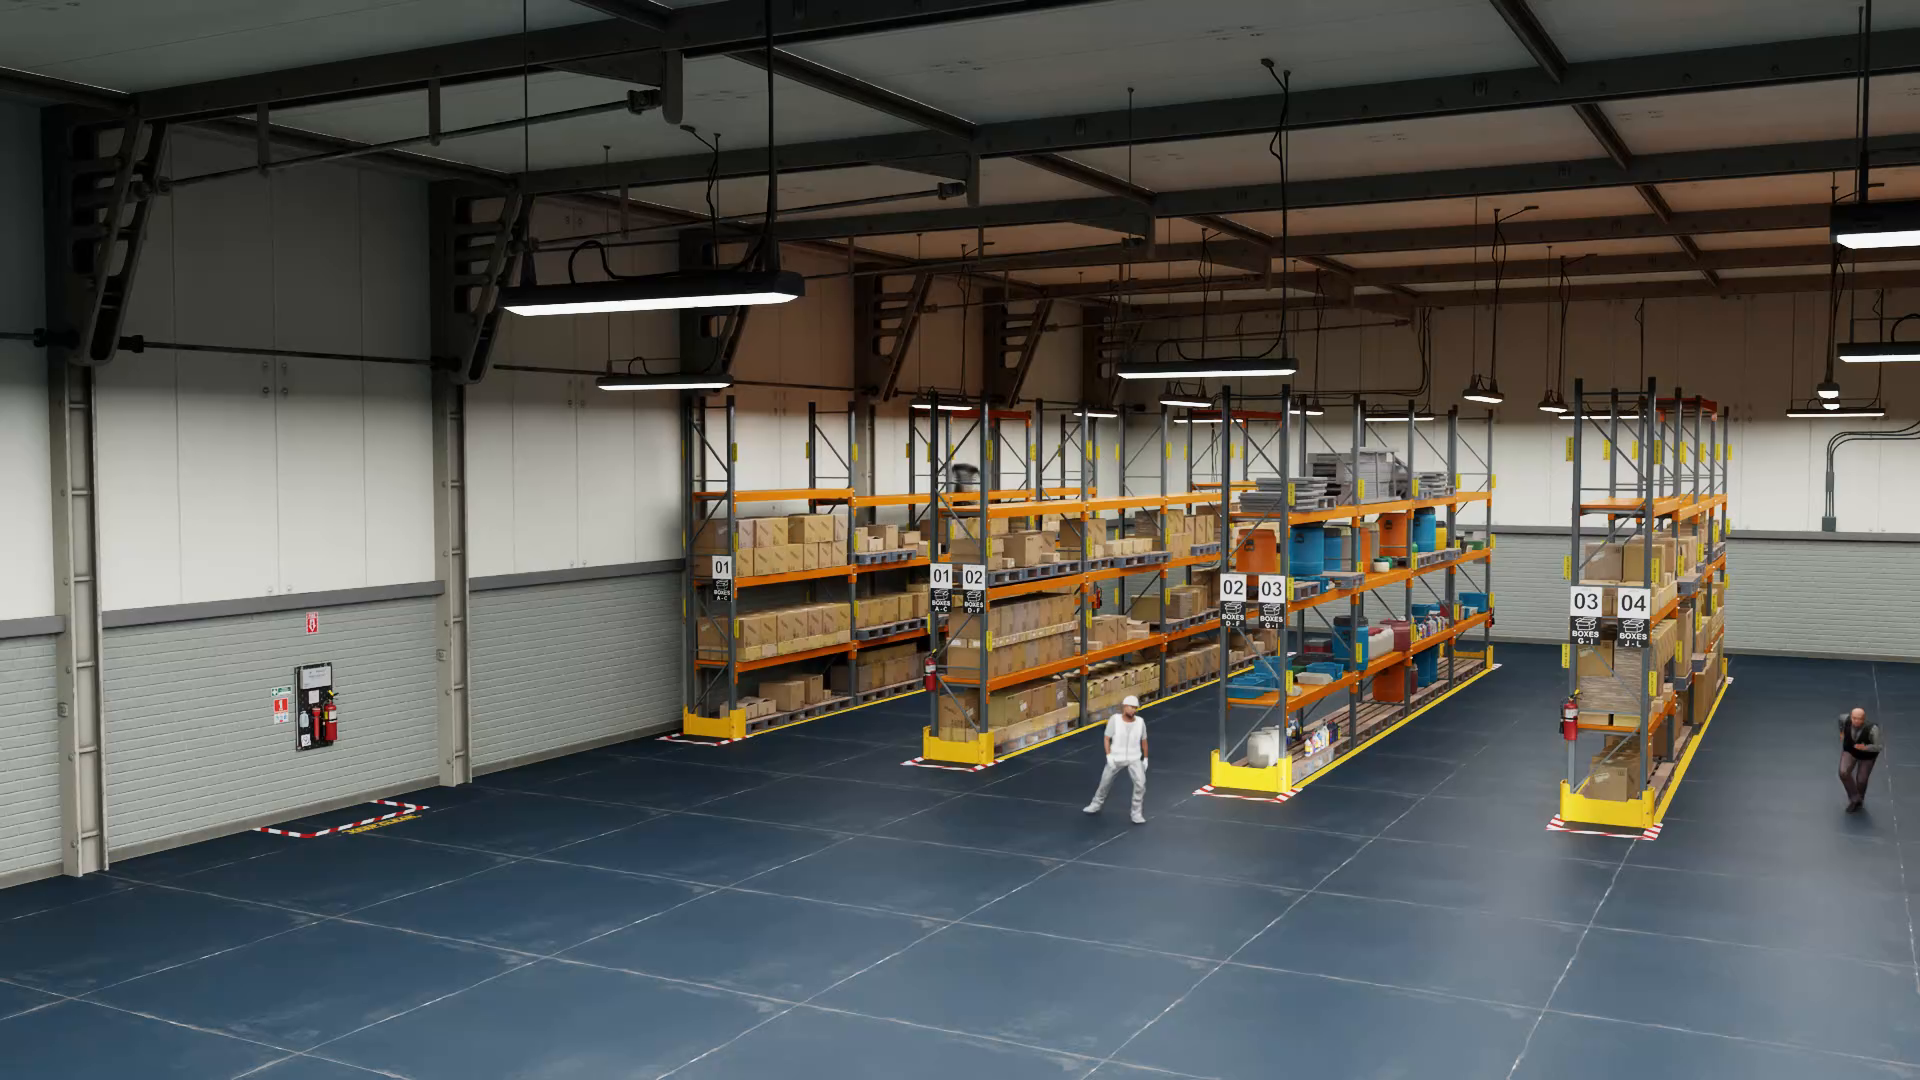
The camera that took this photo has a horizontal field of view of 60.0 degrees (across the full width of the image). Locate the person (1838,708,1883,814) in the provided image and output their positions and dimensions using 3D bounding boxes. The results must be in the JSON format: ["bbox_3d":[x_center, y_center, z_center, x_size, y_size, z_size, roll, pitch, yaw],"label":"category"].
[{"bbox_3d":[12.580,3.046,23.220,0.640,1.503,1.153,2,4,39],"label":"person"}]

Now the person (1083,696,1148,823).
[{"bbox_3d":[2.127,2.954,22.617,0.858,1.721,0.738,0,3,-2],"label":"person"}]
